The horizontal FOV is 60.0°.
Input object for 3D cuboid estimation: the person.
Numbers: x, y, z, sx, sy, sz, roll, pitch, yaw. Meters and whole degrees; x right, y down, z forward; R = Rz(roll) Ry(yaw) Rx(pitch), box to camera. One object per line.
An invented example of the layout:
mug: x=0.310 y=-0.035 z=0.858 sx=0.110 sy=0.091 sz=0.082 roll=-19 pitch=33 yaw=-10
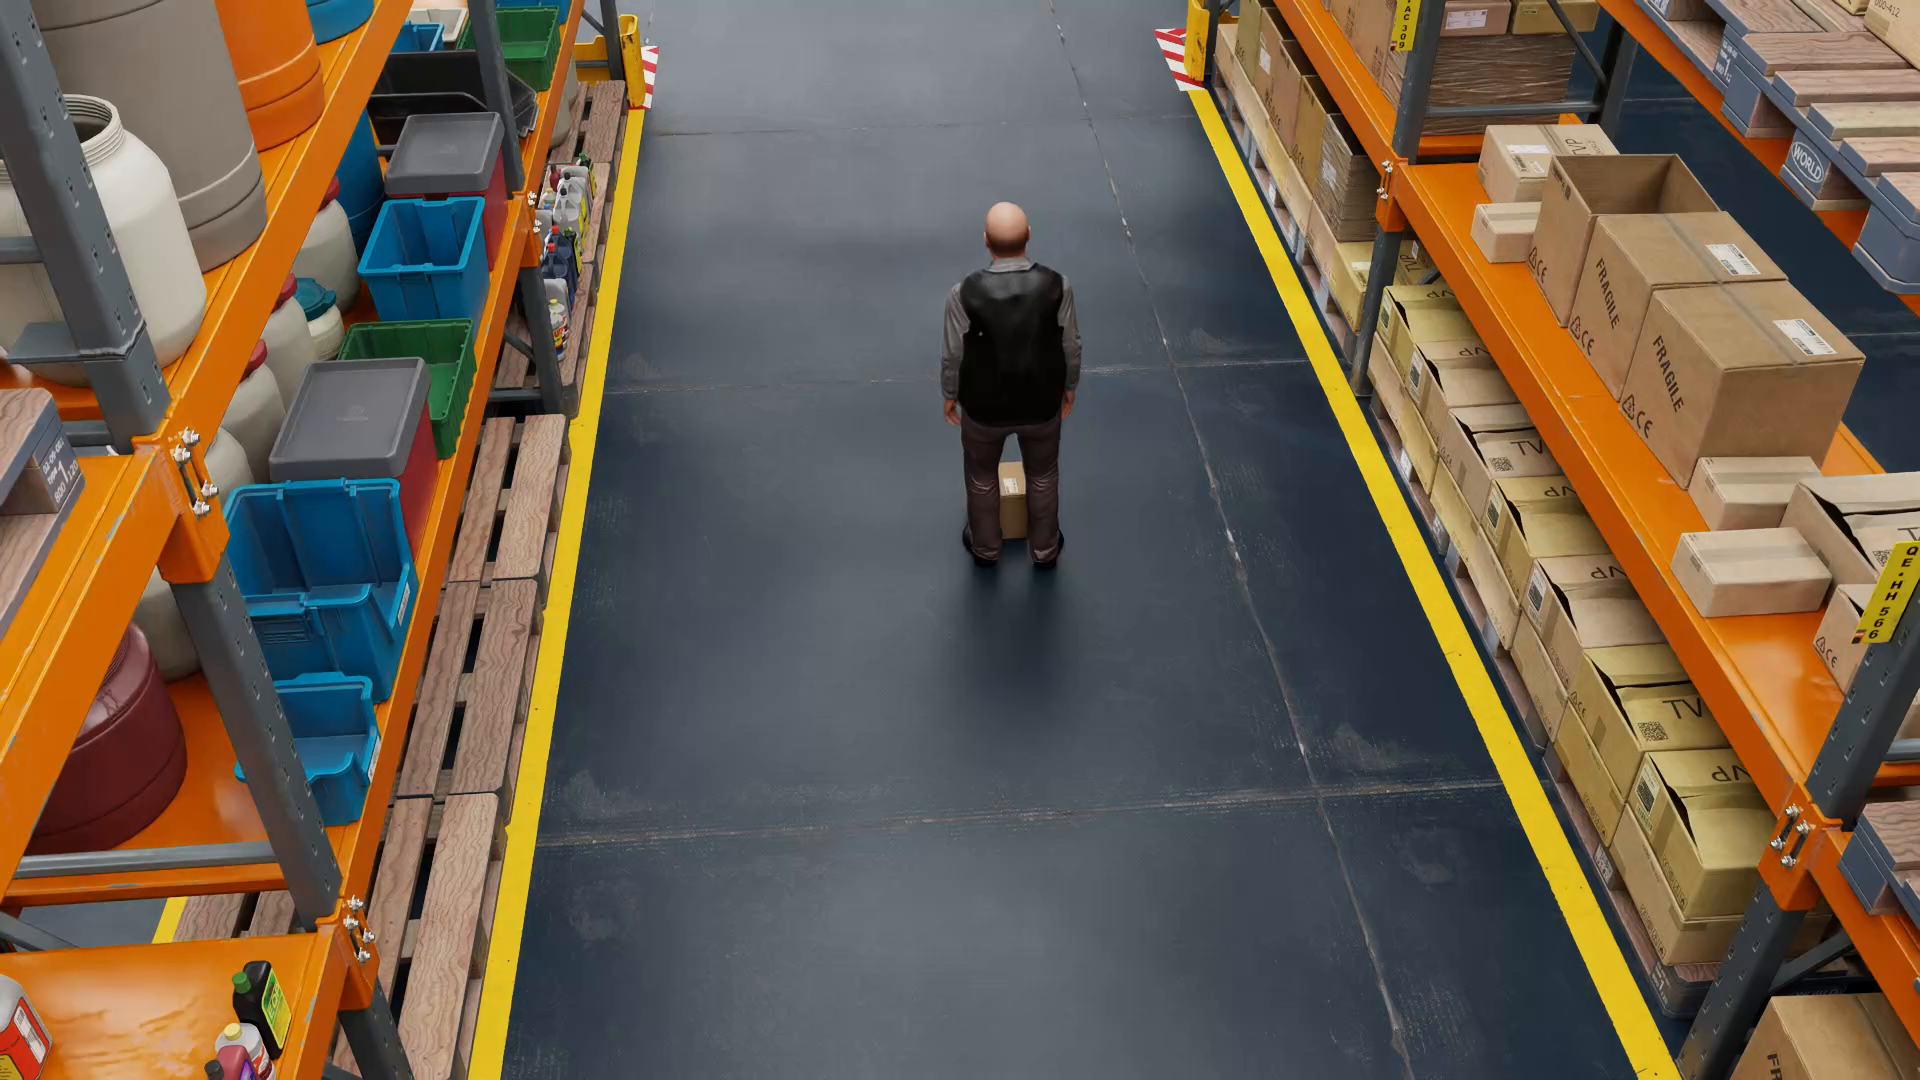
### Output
person: x=0.205 y=-0.588 z=6.904 sx=0.579 sy=1.719 sz=0.472 roll=-4 pitch=39 yaw=-5
